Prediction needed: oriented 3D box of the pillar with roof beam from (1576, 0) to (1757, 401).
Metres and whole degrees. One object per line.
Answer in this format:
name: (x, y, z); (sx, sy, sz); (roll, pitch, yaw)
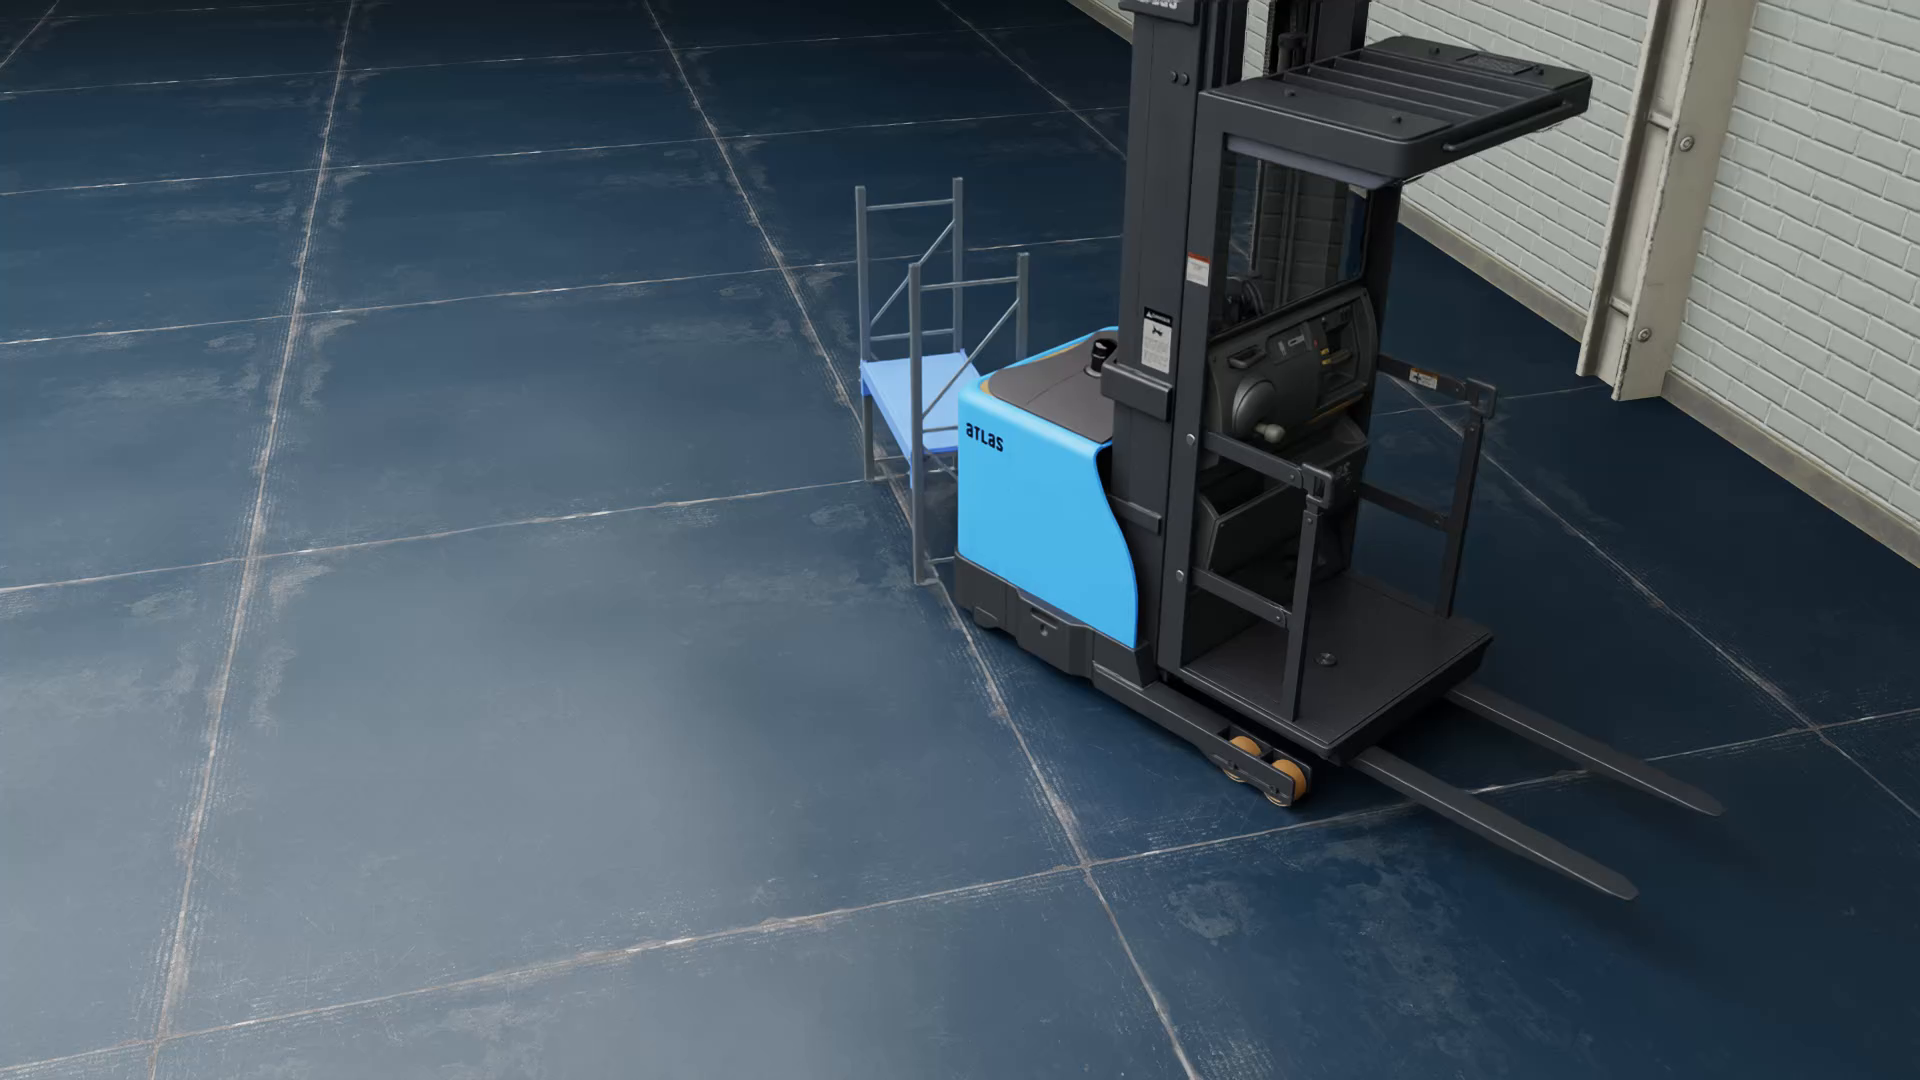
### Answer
pillar with roof beam: (-0.479, -4.193, 6.011); (9.100, 9.000, 0.400); (-8, 31, -13)

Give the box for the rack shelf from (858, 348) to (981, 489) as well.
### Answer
rack shelf: (-0.096, -0.574, 7.603); (0.538, 0.185, 1.000); (-8, 31, -13)

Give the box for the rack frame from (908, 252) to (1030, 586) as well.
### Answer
rack frame: (0.038, -0.484, 7.089); (0.500, 1.500, 0.032); (-8, 31, -13)

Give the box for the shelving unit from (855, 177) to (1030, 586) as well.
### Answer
shelving unit: (-0.096, -0.730, 7.513); (0.538, 1.500, 1.048); (-8, 31, -13)

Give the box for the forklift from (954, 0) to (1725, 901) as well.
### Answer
forklift: (1.351, -0.589, 5.842); (1.130, 2.935, 3.031); (-25, 38, -36)

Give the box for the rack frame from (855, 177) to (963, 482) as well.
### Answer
rack frame: (-0.229, -0.975, 7.938); (0.500, 1.500, 0.032); (-8, 31, -13)
